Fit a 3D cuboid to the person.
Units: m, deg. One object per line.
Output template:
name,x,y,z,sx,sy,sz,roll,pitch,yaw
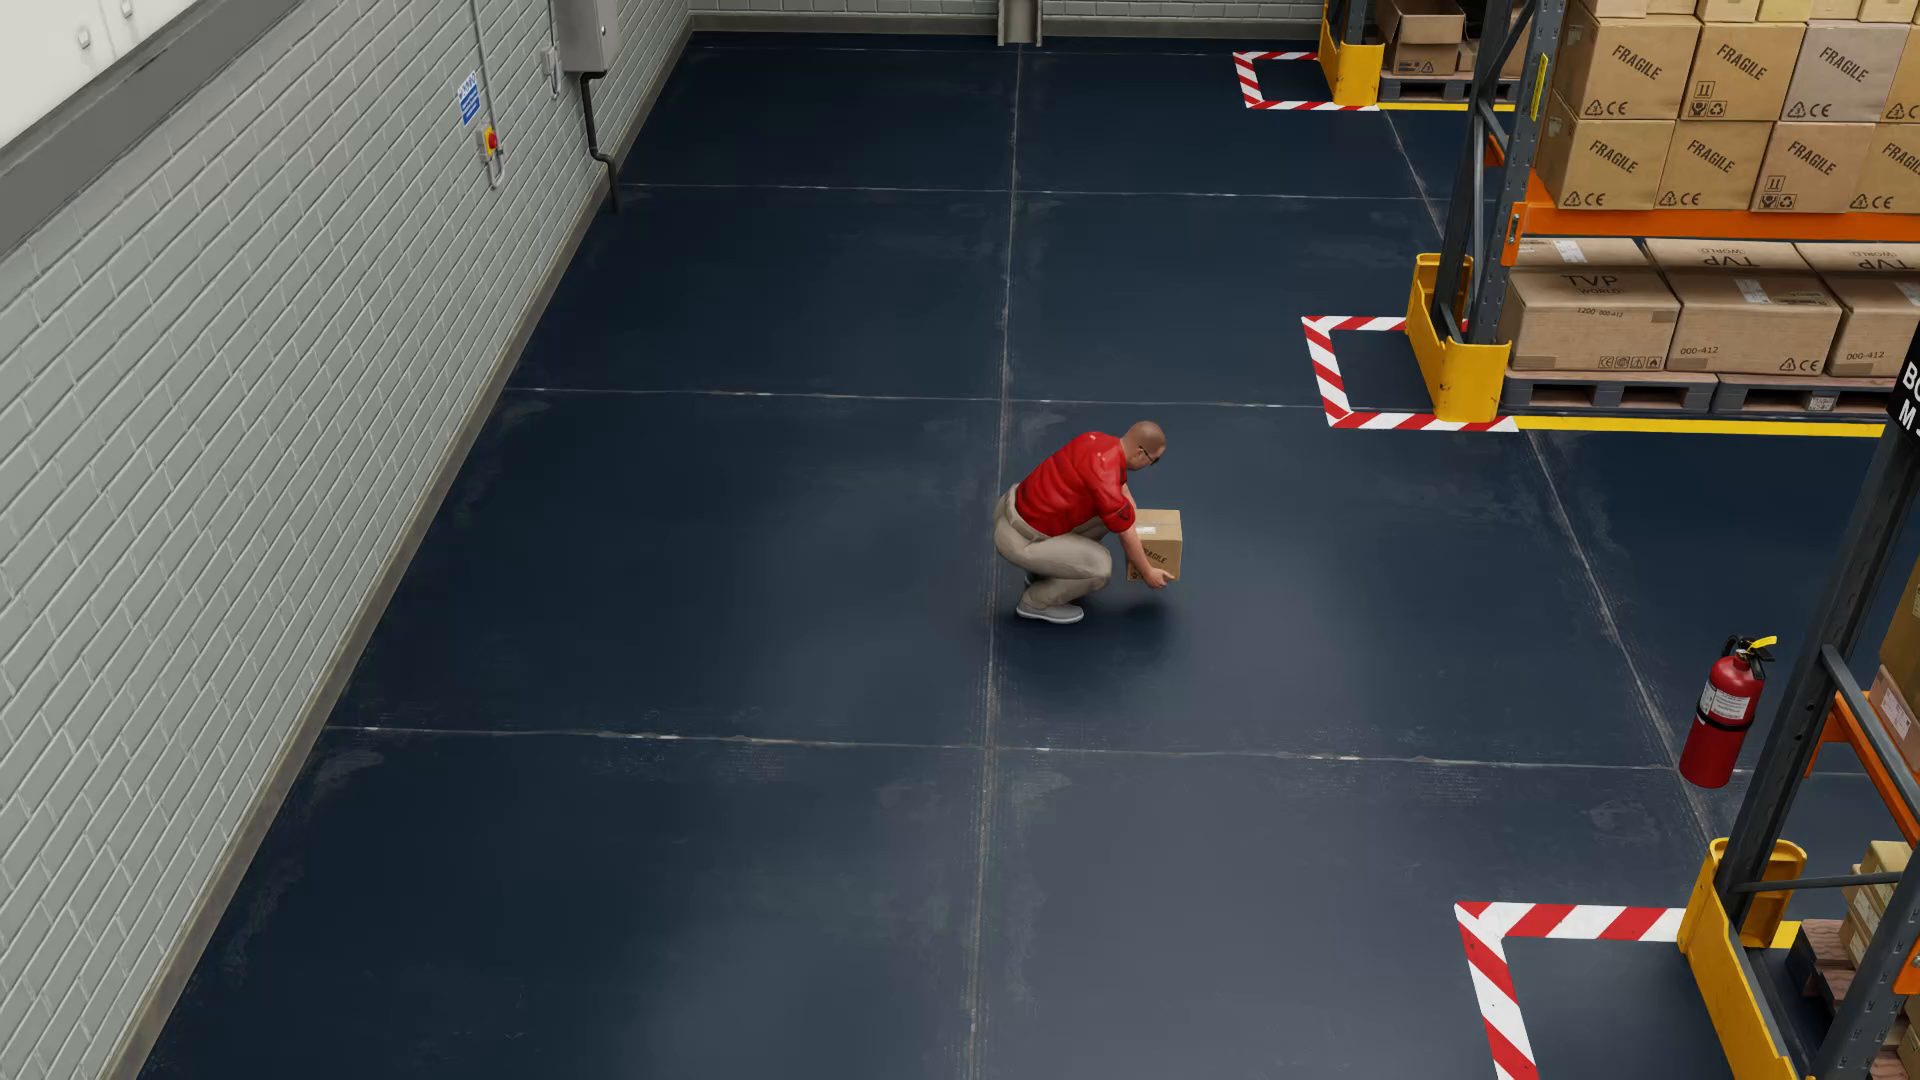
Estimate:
person,0.594,-0.113,7.941,0.882,0.989,0.539,1,35,1
